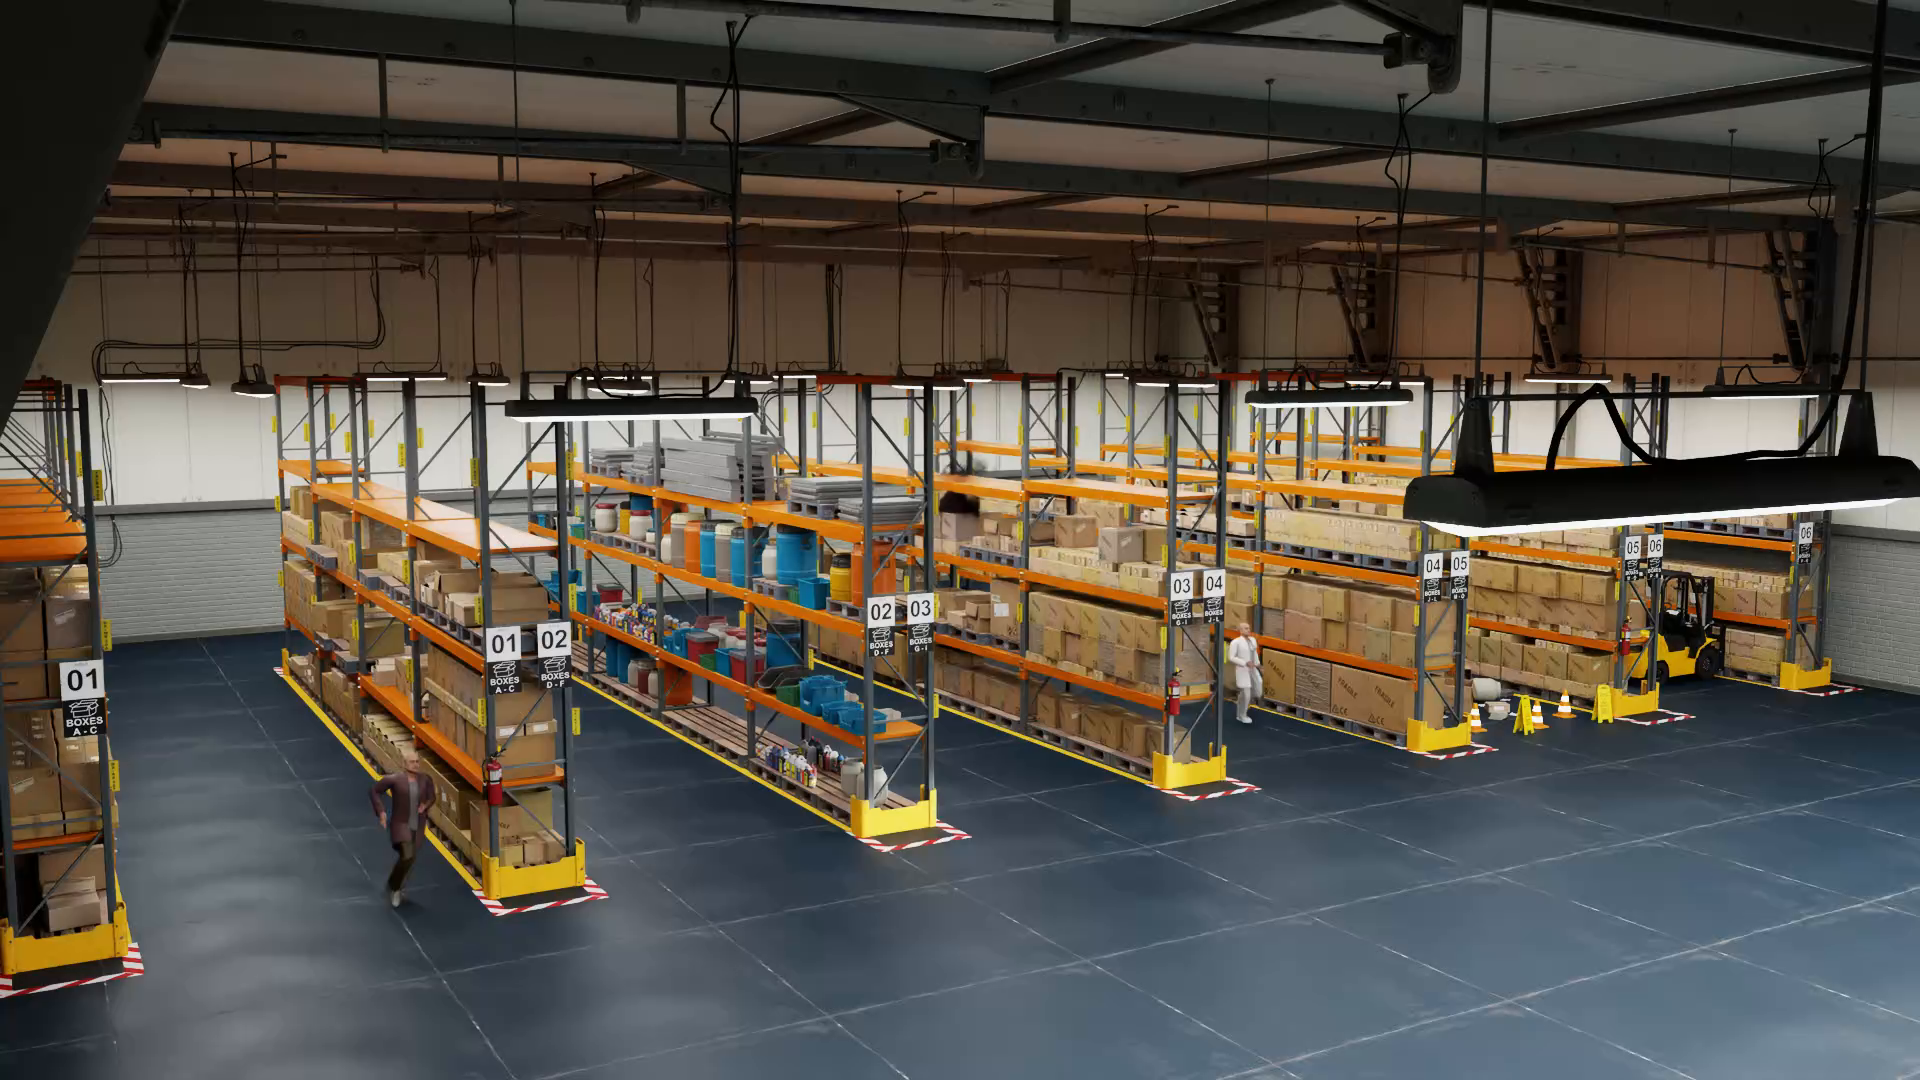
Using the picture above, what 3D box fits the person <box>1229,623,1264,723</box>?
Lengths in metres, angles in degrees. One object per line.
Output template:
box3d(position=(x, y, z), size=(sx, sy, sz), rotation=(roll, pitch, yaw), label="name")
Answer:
box3d(position=(4.965, 2.298, 28.729), size=(0.707, 1.733, 0.621), rotation=(-4, 7, -31), label="person")

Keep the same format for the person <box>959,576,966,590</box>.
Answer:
box3d(position=(-0.016, 0.890, 42.793), size=(0.542, 1.560, 0.695), rotation=(5, 8, 40), label="person")

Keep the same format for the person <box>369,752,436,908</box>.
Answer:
box3d(position=(-6.452, 3.358, 19.413), size=(0.688, 1.769, 0.678), rotation=(6, 8, 41), label="person")
